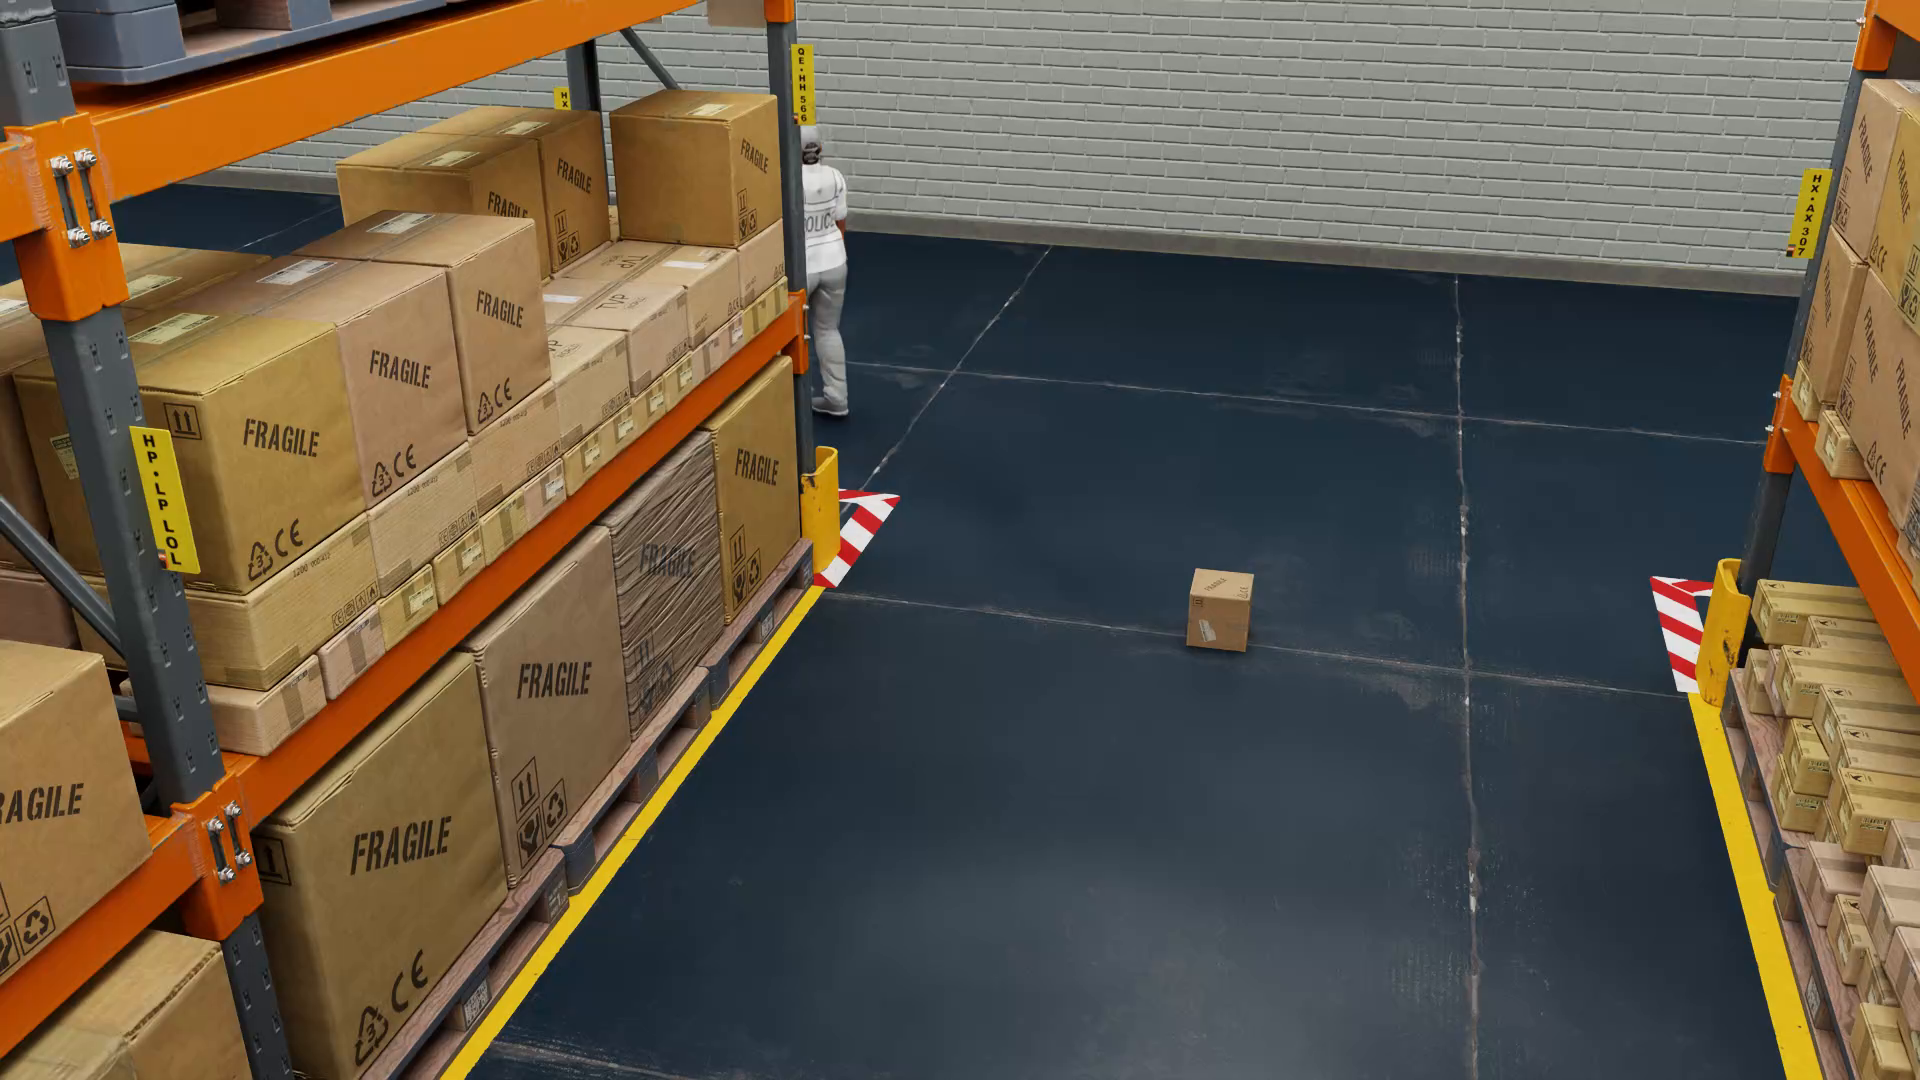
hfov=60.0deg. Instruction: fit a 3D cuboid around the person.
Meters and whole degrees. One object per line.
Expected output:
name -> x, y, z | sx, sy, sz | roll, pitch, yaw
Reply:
person -> -0.856, -1.458, 9.213 | 0.511, 1.734, 0.504 | -18, 31, -33
